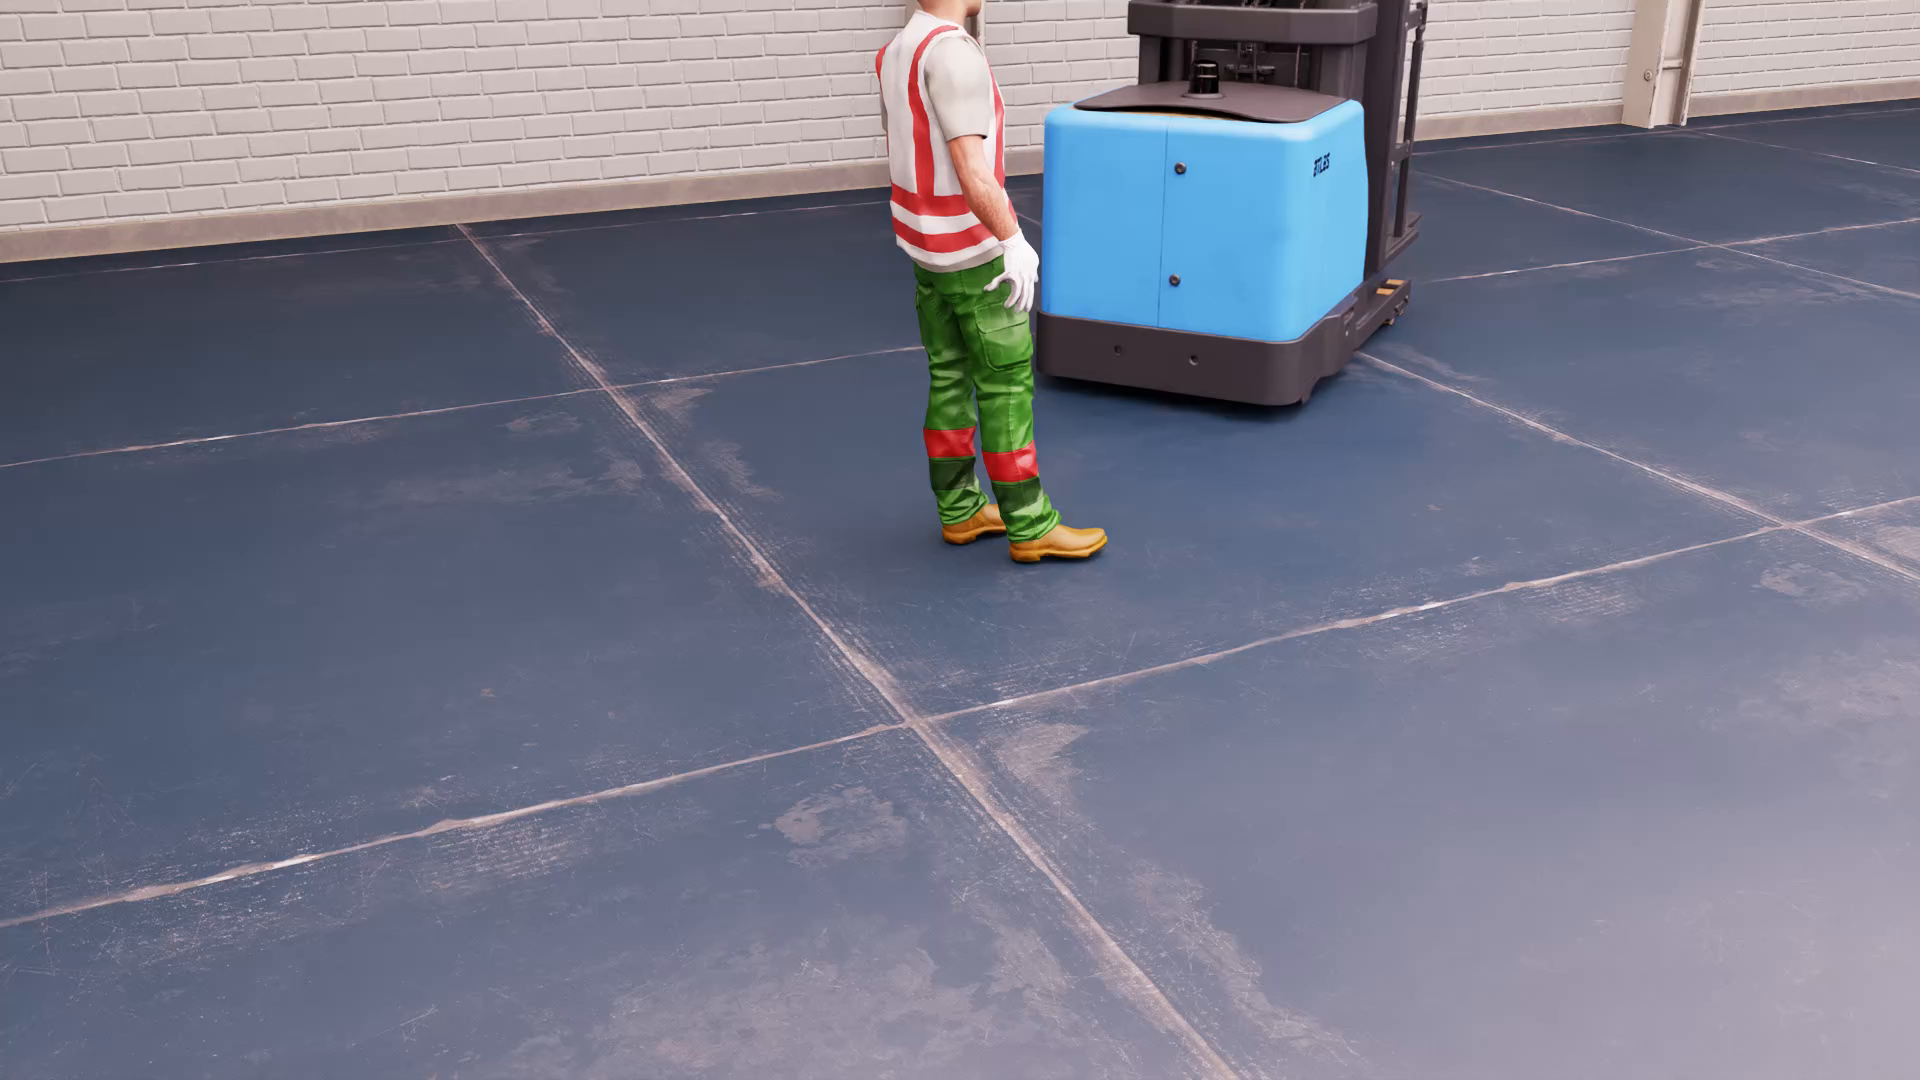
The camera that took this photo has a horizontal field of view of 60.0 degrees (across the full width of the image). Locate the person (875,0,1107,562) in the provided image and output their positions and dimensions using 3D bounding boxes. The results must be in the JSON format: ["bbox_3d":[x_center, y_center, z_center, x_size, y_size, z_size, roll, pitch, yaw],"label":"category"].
[{"bbox_3d":[0.078,-0.842,4.781,0.563,1.788,0.638,-10,25,-23],"label":"person"}]

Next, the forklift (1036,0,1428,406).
[{"bbox_3d":[1.404,-2.375,7.002,1.130,2.935,3.031,11,25,24],"label":"forklift"}]
